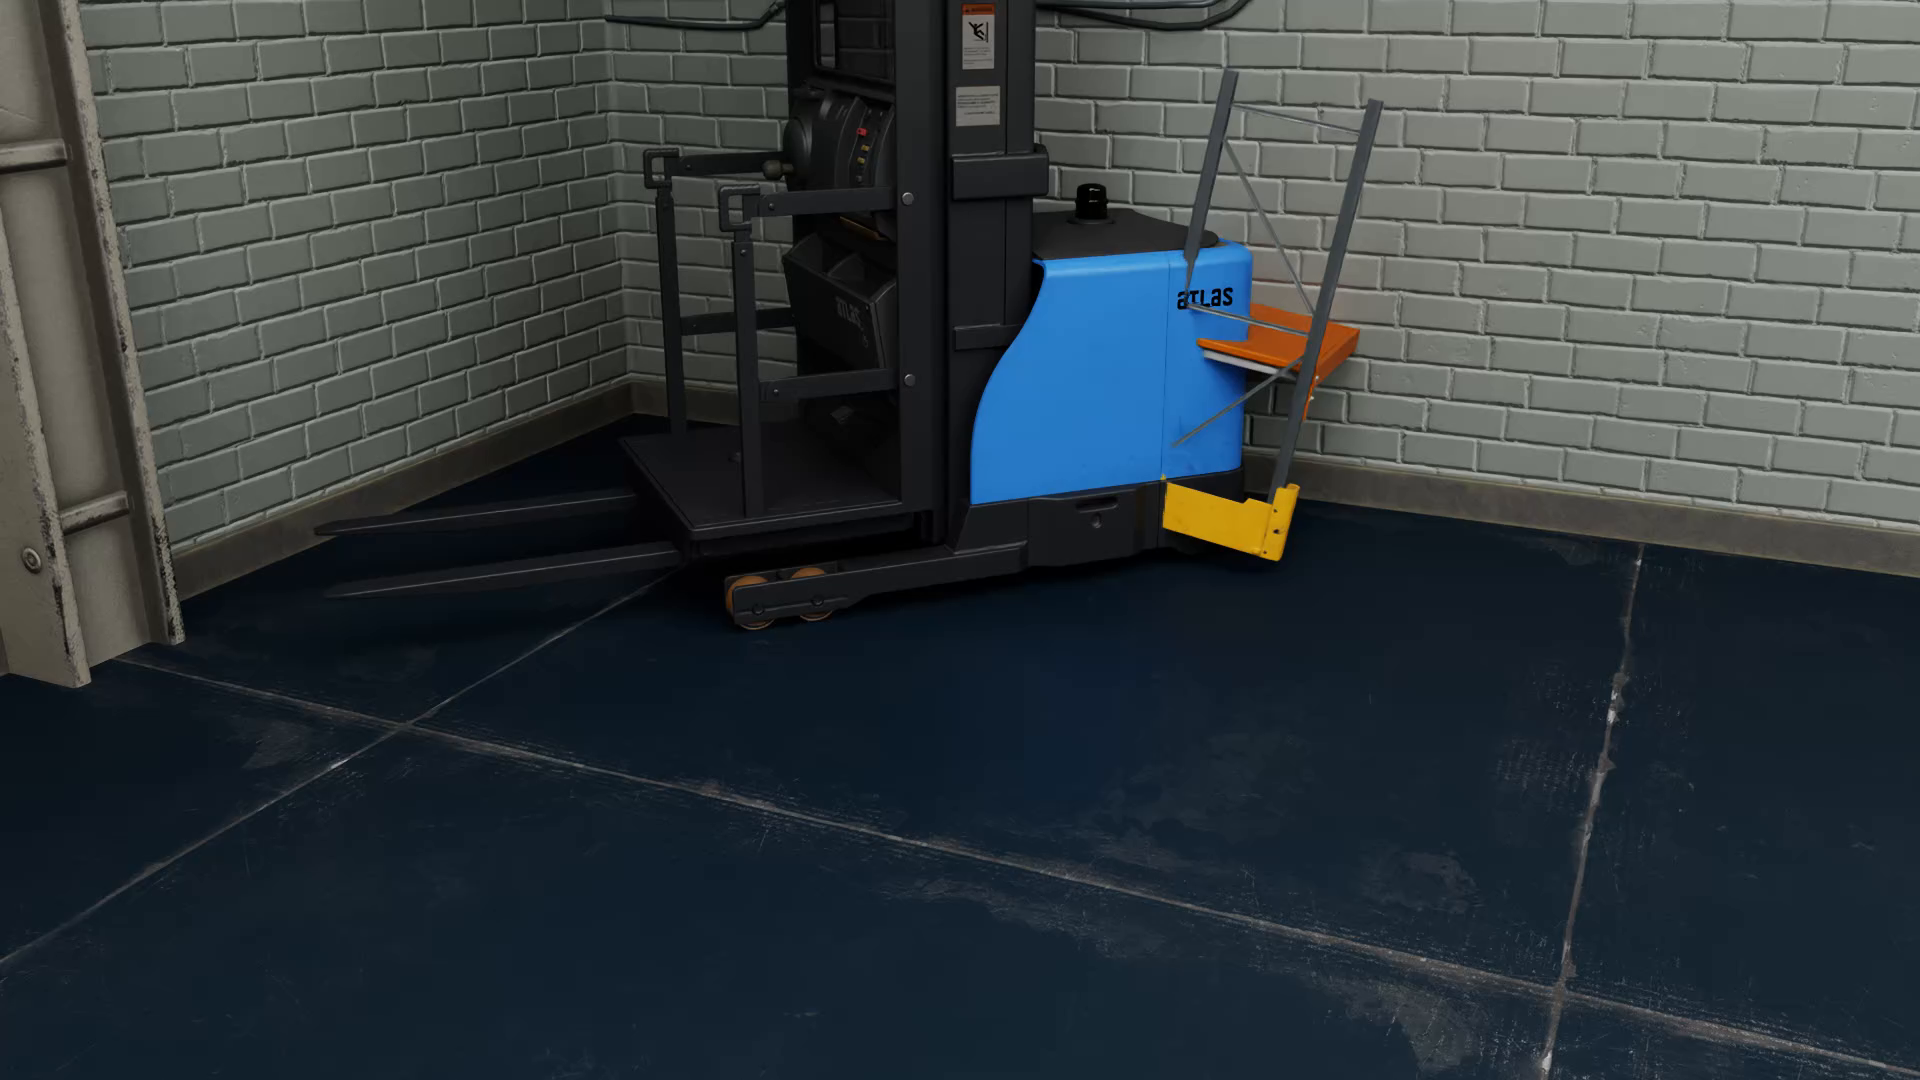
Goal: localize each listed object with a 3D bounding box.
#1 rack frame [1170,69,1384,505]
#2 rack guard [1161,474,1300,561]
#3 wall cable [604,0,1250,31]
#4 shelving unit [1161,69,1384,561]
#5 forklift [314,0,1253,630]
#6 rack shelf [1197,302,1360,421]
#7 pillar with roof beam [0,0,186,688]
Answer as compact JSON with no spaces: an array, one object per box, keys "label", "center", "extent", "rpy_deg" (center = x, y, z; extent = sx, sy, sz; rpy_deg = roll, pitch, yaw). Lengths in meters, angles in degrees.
[{"label":"rack frame","center":[0.928,-0.709,5.380],"extent":[0.500,1.500,0.032],"rpy_deg":[17,21,18]},{"label":"rack guard","center":[0.827,-0.135,5.608],"extent":[0.587,0.250,0.087],"rpy_deg":[17,21,18]},{"label":"wall cable","center":[-0.271,-3.169,6.083],"extent":[3.097,2.526,0.112],"rpy_deg":[9,21,23]},{"label":"shelving unit","center":[1.123,-0.840,5.841],"extent":[0.587,1.500,1.083],"rpy_deg":[17,21,18]},{"label":"forklift","center":[-0.576,-1.301,5.253],"extent":[3.031,2.935,1.130],"rpy_deg":[-8,21,-21]},{"label":"rack shelf","center":[1.088,-0.671,5.894],"extent":[0.538,0.185,1.000],"rpy_deg":[17,21,18]},{"label":"pillar with roof beam","center":[1.331,-3.305,1.832],"extent":[9.100,9.000,0.400],"rpy_deg":[9,21,23]}]
